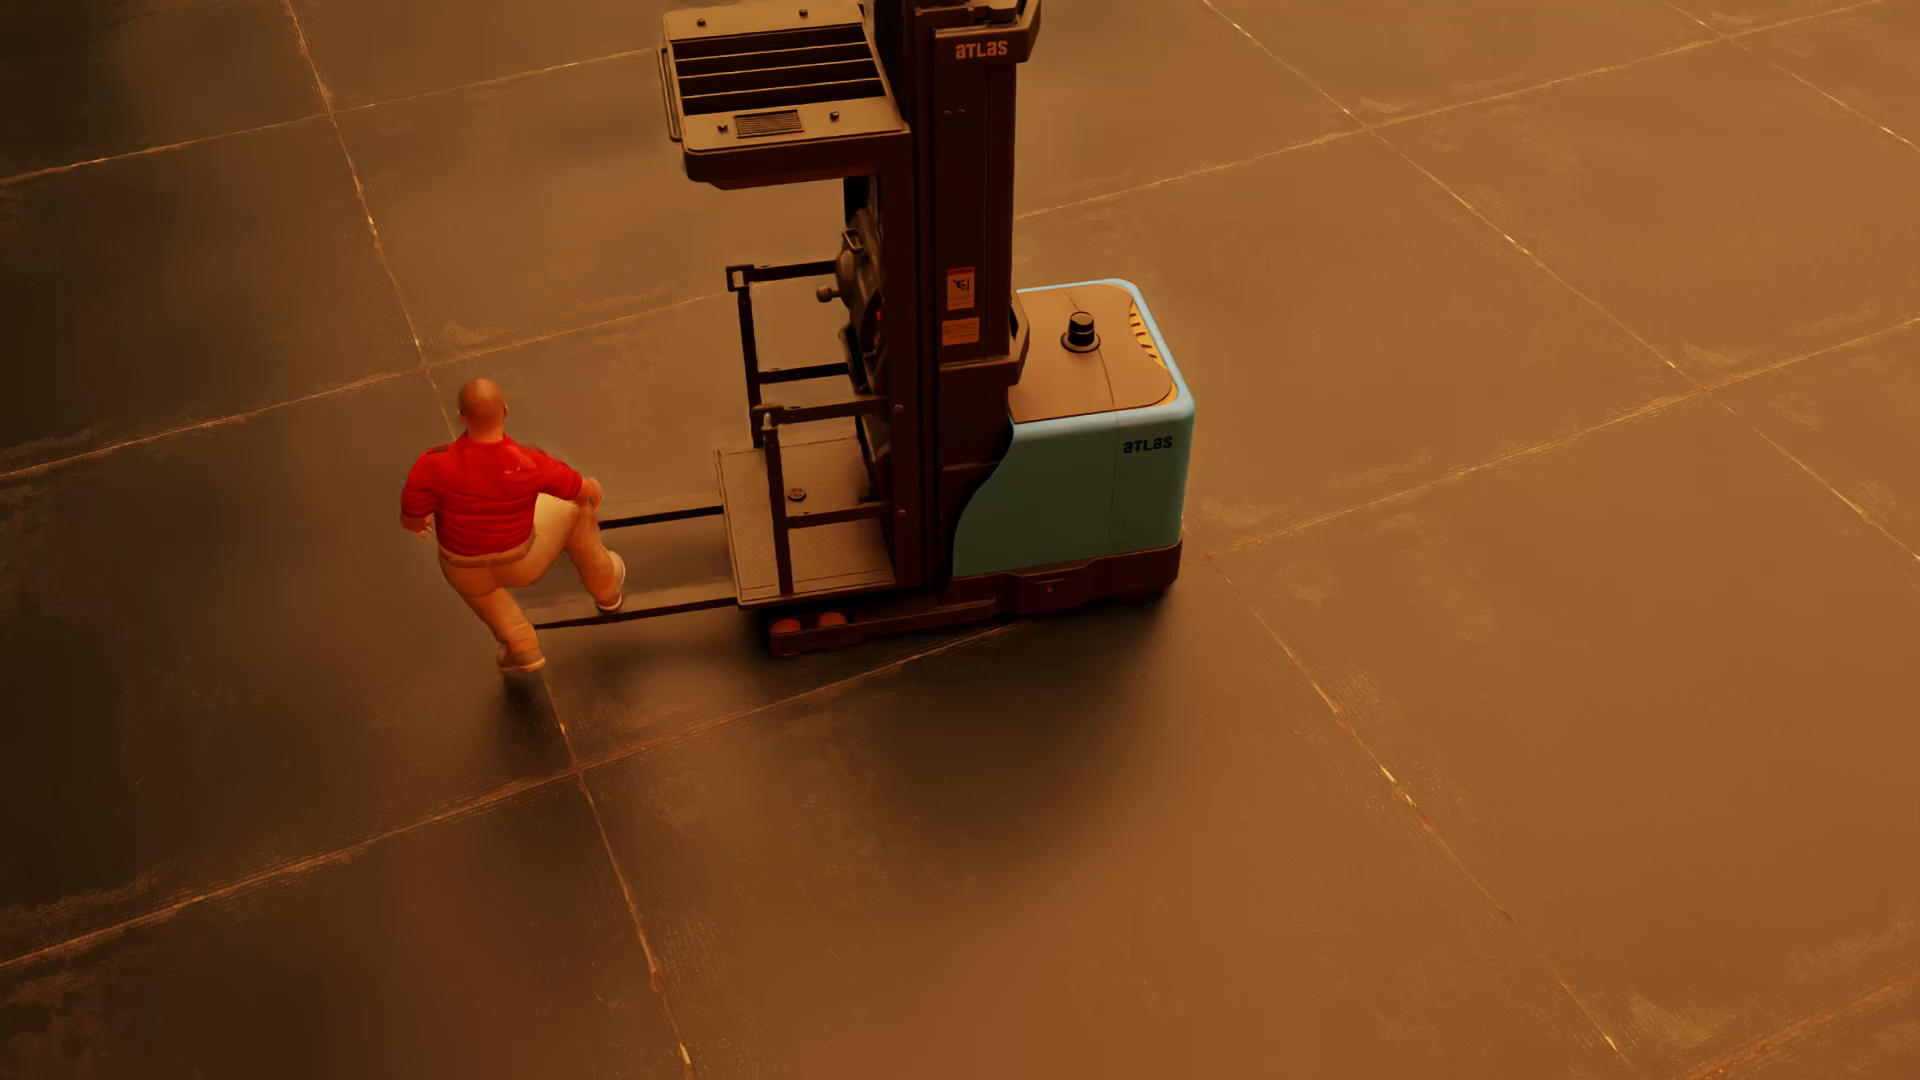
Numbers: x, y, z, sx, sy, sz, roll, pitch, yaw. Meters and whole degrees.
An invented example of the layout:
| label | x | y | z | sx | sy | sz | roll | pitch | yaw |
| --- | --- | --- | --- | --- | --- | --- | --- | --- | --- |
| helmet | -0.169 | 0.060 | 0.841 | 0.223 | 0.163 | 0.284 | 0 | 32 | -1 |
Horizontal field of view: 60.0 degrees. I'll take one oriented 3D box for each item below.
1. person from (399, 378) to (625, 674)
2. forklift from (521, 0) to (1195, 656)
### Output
| label | x | y | z | sx | sy | sz | roll | pitch | yaw |
| --- | --- | --- | --- | --- | --- | --- | --- | --- | --- |
| person | -1.803 | -0.100 | 6.692 | 0.777 | 1.547 | 0.627 | -9 | 44 | -9 |
| forklift | -0.579 | -0.960 | 6.709 | 3.031 | 2.935 | 1.130 | -8 | 44 | -9 |
